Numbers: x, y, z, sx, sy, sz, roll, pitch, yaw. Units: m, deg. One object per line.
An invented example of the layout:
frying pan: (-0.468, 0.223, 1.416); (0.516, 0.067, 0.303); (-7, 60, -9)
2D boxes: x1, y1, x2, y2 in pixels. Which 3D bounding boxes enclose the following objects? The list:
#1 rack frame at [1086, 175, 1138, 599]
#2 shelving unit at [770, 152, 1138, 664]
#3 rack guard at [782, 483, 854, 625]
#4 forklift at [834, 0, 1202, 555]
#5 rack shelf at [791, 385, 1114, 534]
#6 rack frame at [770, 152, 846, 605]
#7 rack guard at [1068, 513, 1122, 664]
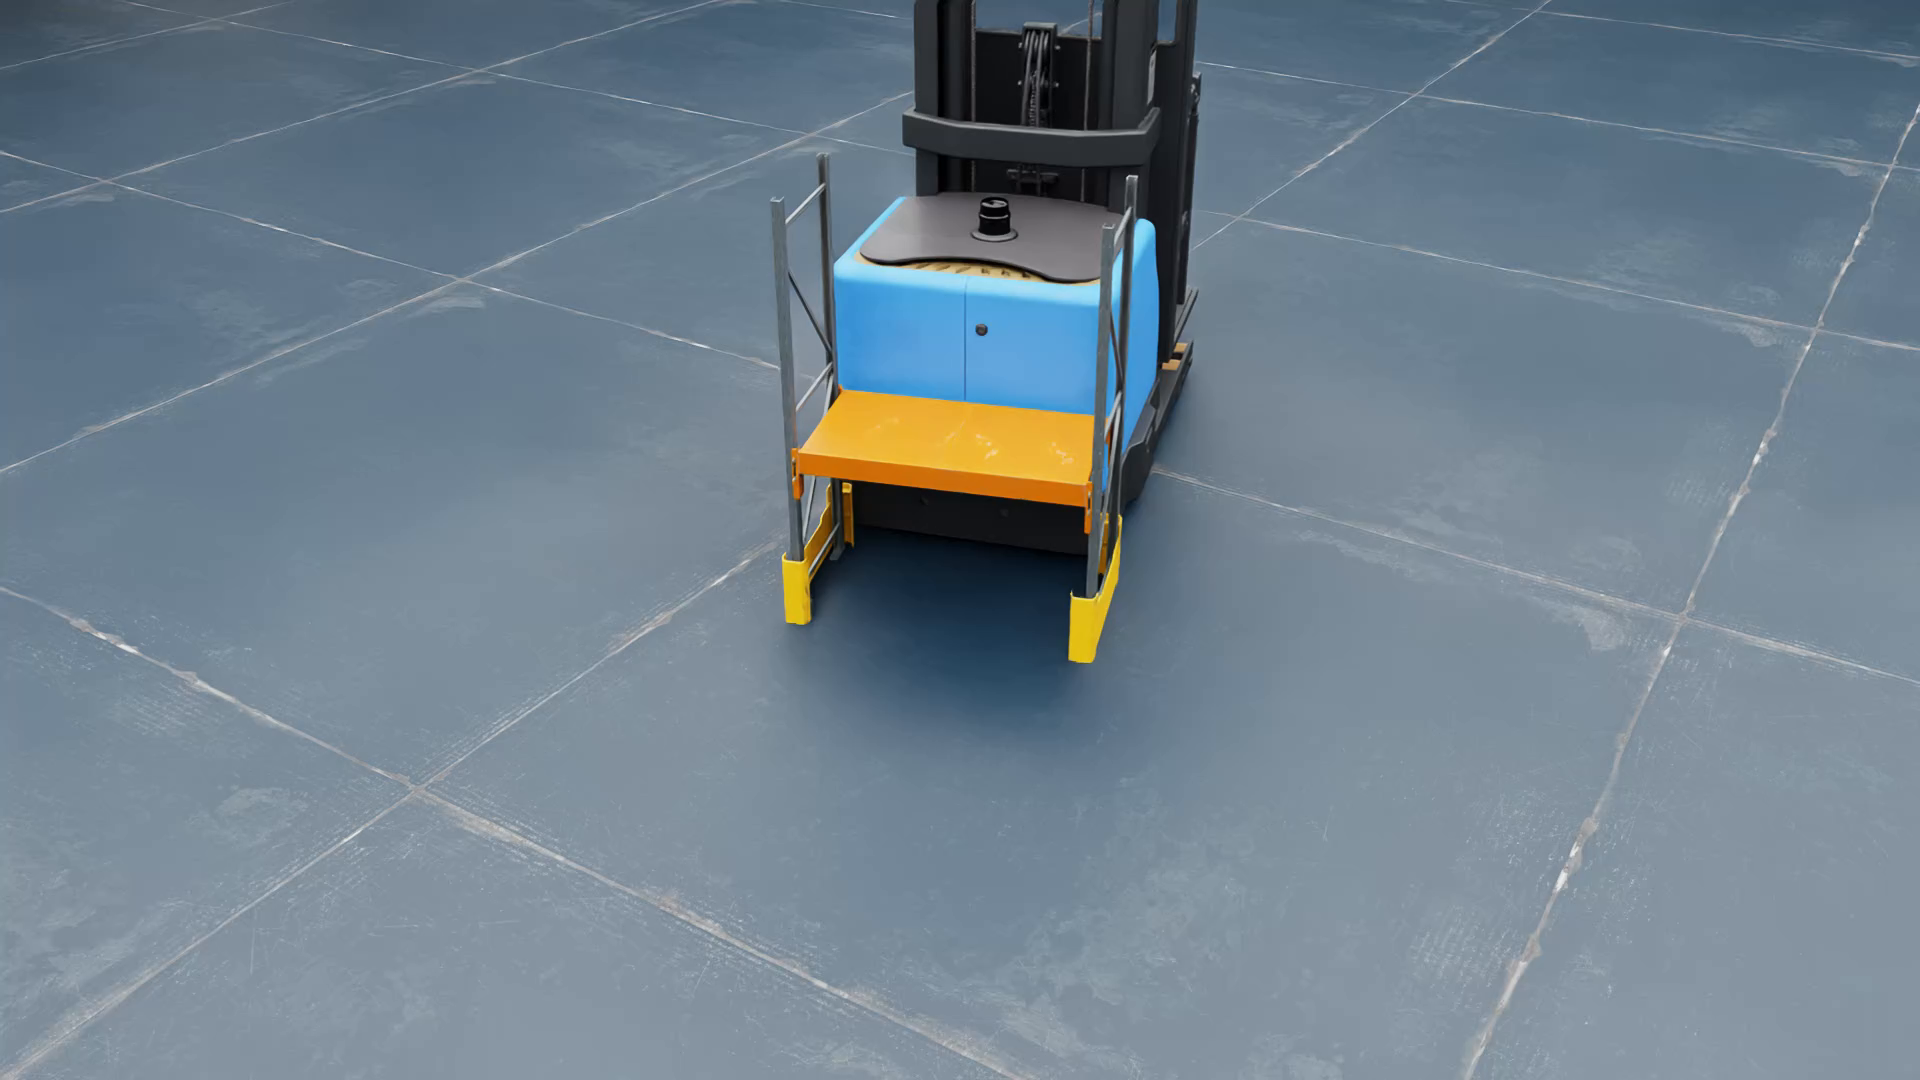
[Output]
rack frame: (0.487, -0.379, 5.411); (0.032, 1.500, 0.500); (7, 31, 12)
shelving unit: (-0.016, -0.440, 5.517); (1.083, 1.500, 0.587); (7, 31, 12)
rack guard: (-0.500, 0.040, 5.933); (0.087, 0.250, 0.587); (7, 31, 12)
forklift: (0.424, -1.941, 6.669); (1.130, 2.935, 3.031); (8, 31, 13)
rack shelf: (-0.007, -0.284, 5.605); (1.000, 0.185, 0.538); (7, 31, 12)
rack frame: (-0.501, -0.500, 5.618); (0.032, 1.500, 0.500); (7, 31, 12)
rack guard: (0.468, 0.158, 5.730); (0.087, 0.250, 0.587); (7, 31, 12)
